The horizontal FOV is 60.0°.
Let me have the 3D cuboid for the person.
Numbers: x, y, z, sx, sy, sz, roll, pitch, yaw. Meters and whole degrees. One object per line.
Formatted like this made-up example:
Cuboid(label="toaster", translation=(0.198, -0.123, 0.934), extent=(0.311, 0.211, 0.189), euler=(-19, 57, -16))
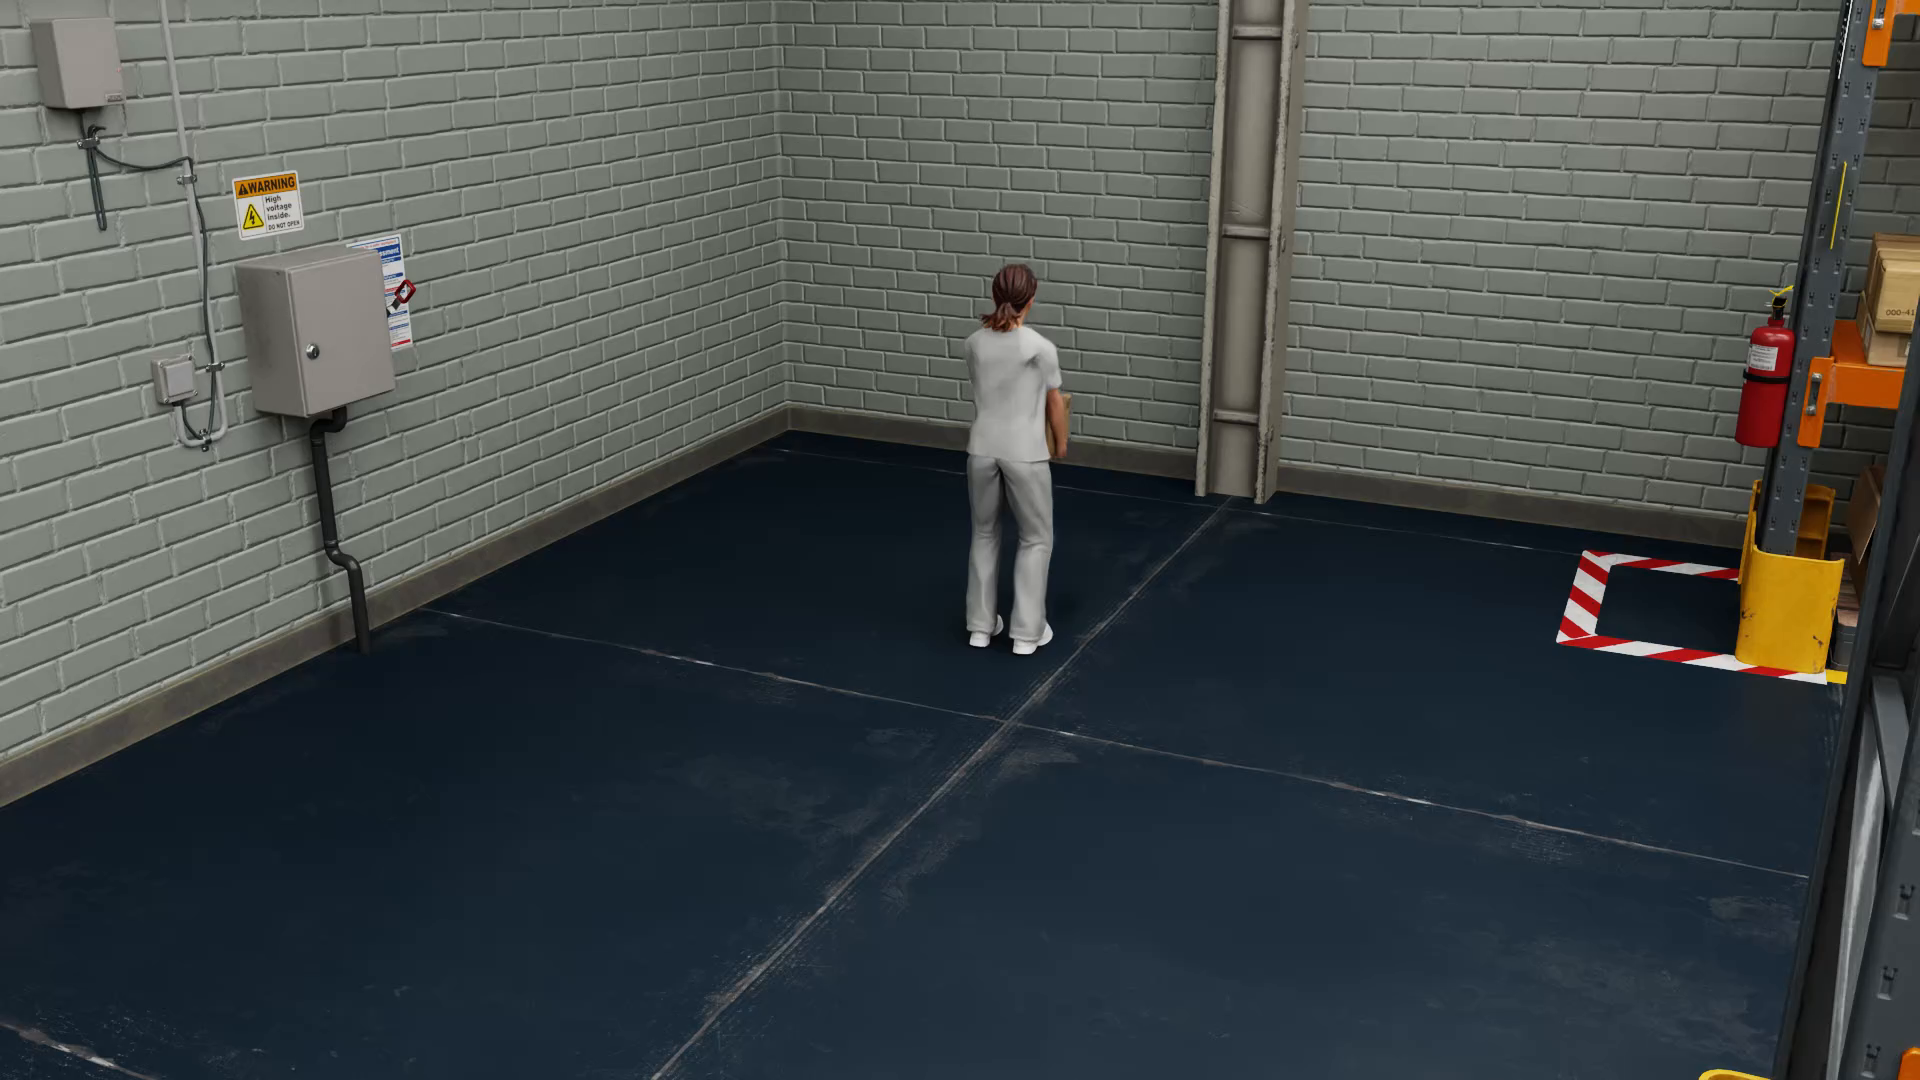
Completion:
Cuboid(label="person", translation=(0.236, -0.360, 7.132), extent=(0.410, 1.664, 0.513), euler=(8, 21, 22))
